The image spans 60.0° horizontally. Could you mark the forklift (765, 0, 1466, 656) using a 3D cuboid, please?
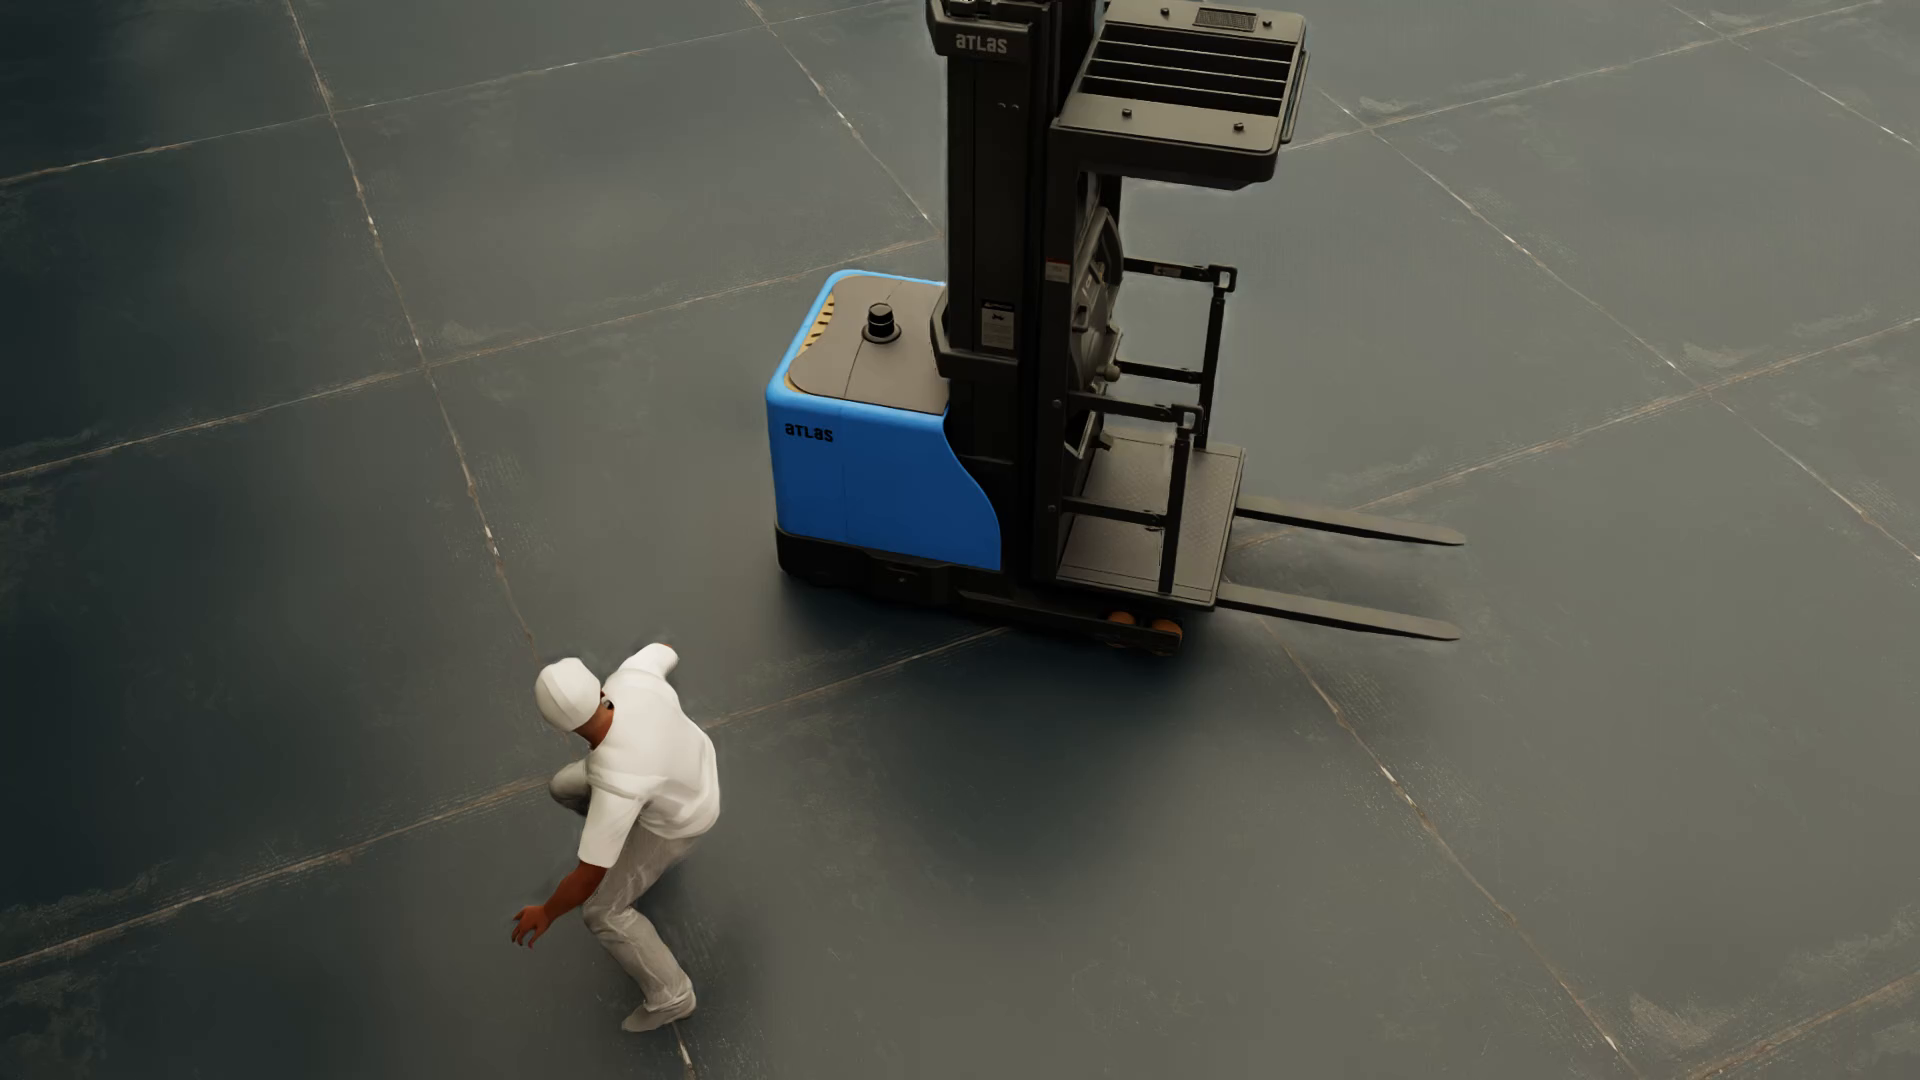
[{"bbox_3d":[0.740,-0.968,6.717,3.031,2.935,1.130,10,44,11],"label":"forklift"}]

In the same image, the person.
[{"bbox_3d":[-1.197,0.943,5.763,0.716,1.533,0.887,-4,43,-5],"label":"person"}]
